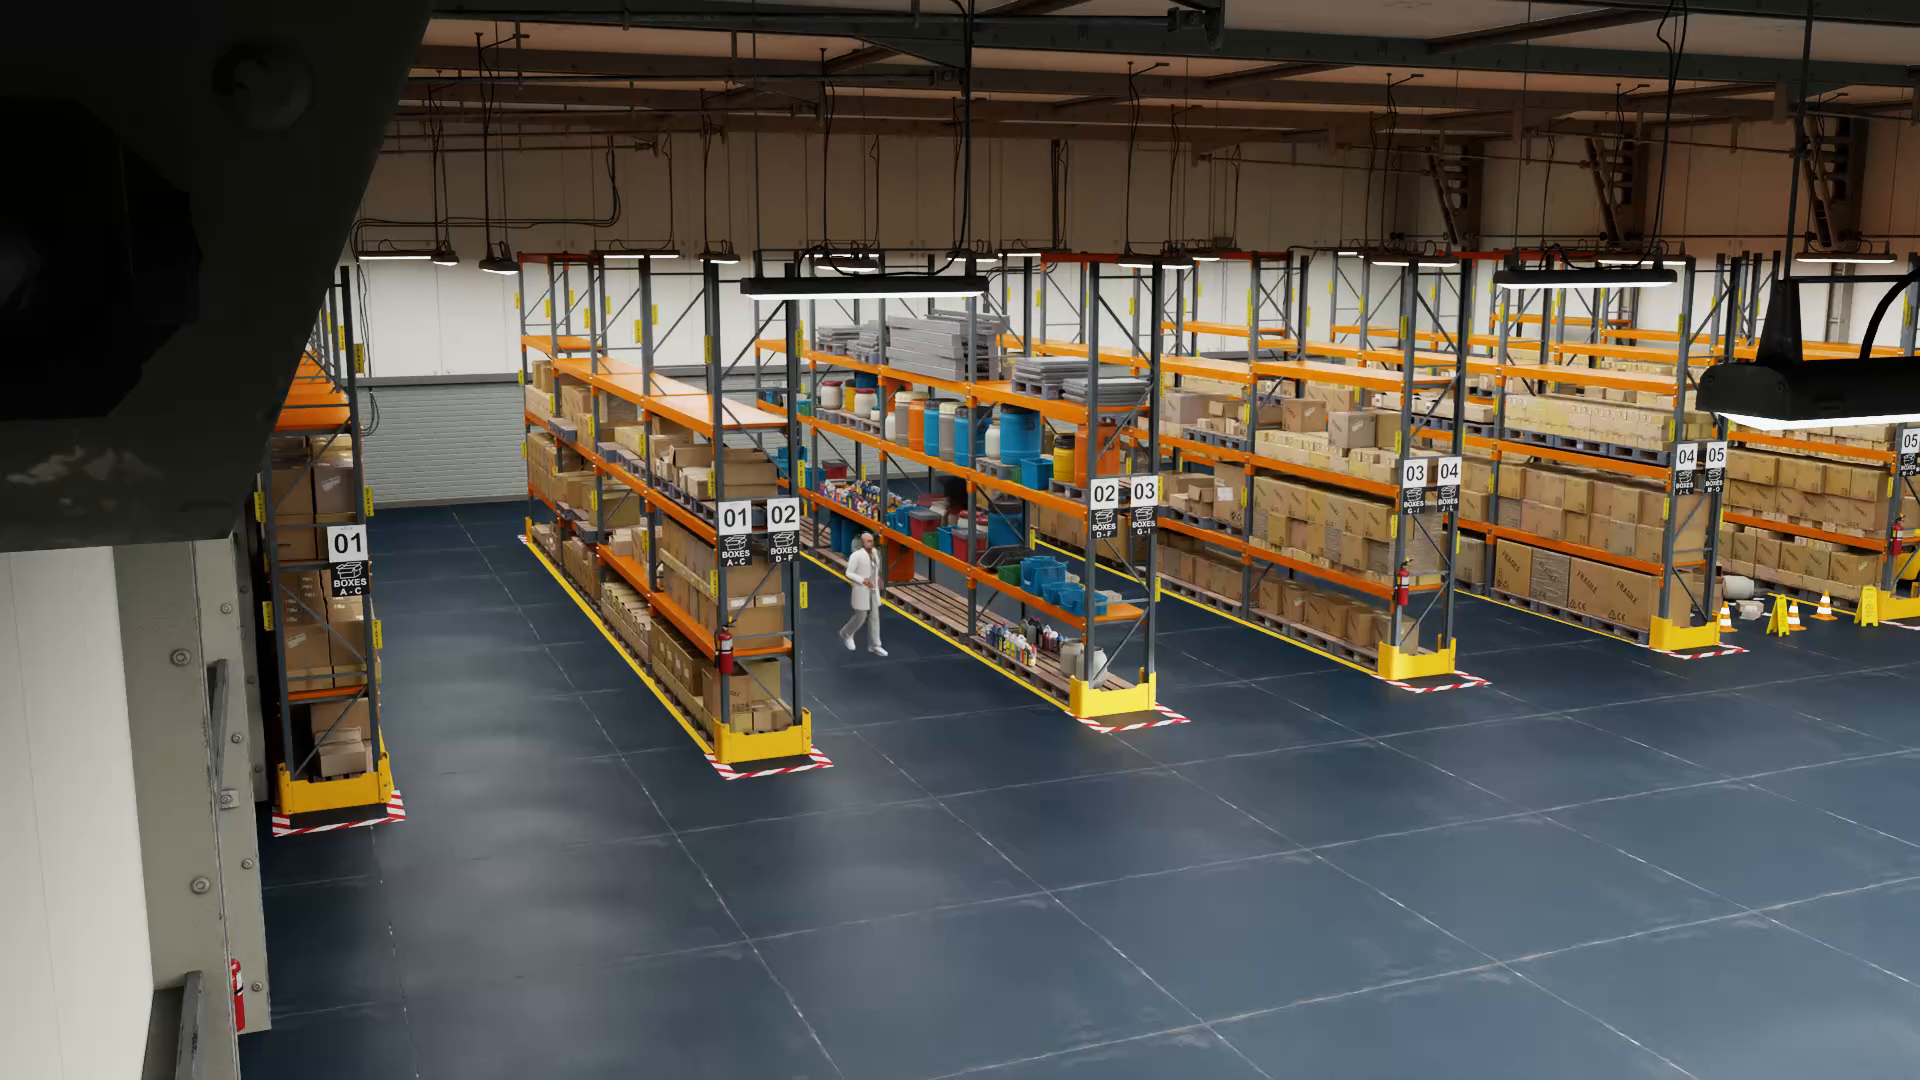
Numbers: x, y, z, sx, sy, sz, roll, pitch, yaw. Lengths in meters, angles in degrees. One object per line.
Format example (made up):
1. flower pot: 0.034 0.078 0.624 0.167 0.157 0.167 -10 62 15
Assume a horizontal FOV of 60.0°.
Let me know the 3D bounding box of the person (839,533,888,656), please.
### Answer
1. person: -1.409 0.770 24.356 0.900 1.794 0.692 10 14 44

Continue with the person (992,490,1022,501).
1. person: 0.981 -0.319 30.871 0.635 1.825 0.756 -8 13 -38
